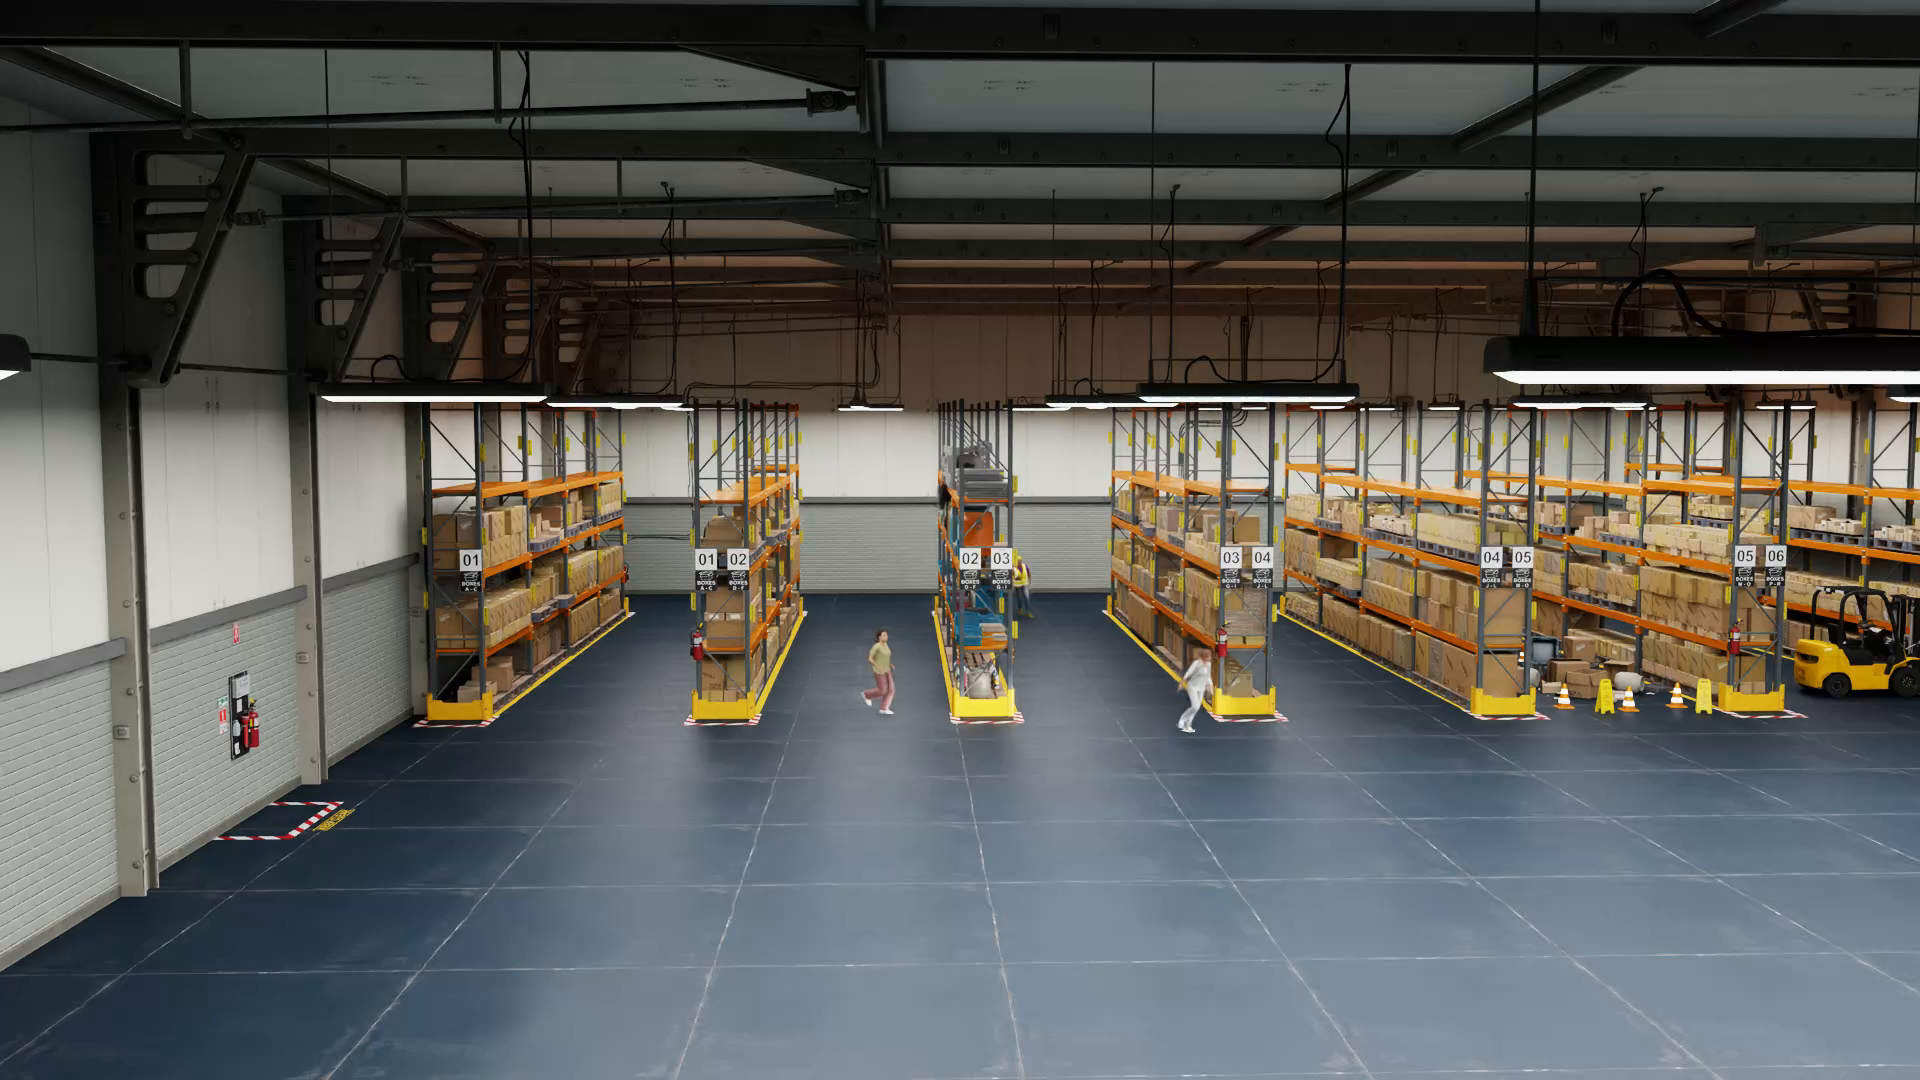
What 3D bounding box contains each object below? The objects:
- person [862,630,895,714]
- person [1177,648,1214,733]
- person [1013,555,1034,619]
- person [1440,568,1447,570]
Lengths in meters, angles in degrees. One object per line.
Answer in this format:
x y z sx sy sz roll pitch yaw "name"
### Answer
-1.547 2.509 31.771 0.688 1.622 0.593 3 5 34 "person"
4.226 2.697 29.773 0.561 1.545 0.545 -3 5 -38 "person"
1.674 1.303 46.791 0.727 1.757 0.930 -1 5 -17 "person"
12.913 1.577 43.940 0.613 1.645 0.725 -2 5 -27 "person"
